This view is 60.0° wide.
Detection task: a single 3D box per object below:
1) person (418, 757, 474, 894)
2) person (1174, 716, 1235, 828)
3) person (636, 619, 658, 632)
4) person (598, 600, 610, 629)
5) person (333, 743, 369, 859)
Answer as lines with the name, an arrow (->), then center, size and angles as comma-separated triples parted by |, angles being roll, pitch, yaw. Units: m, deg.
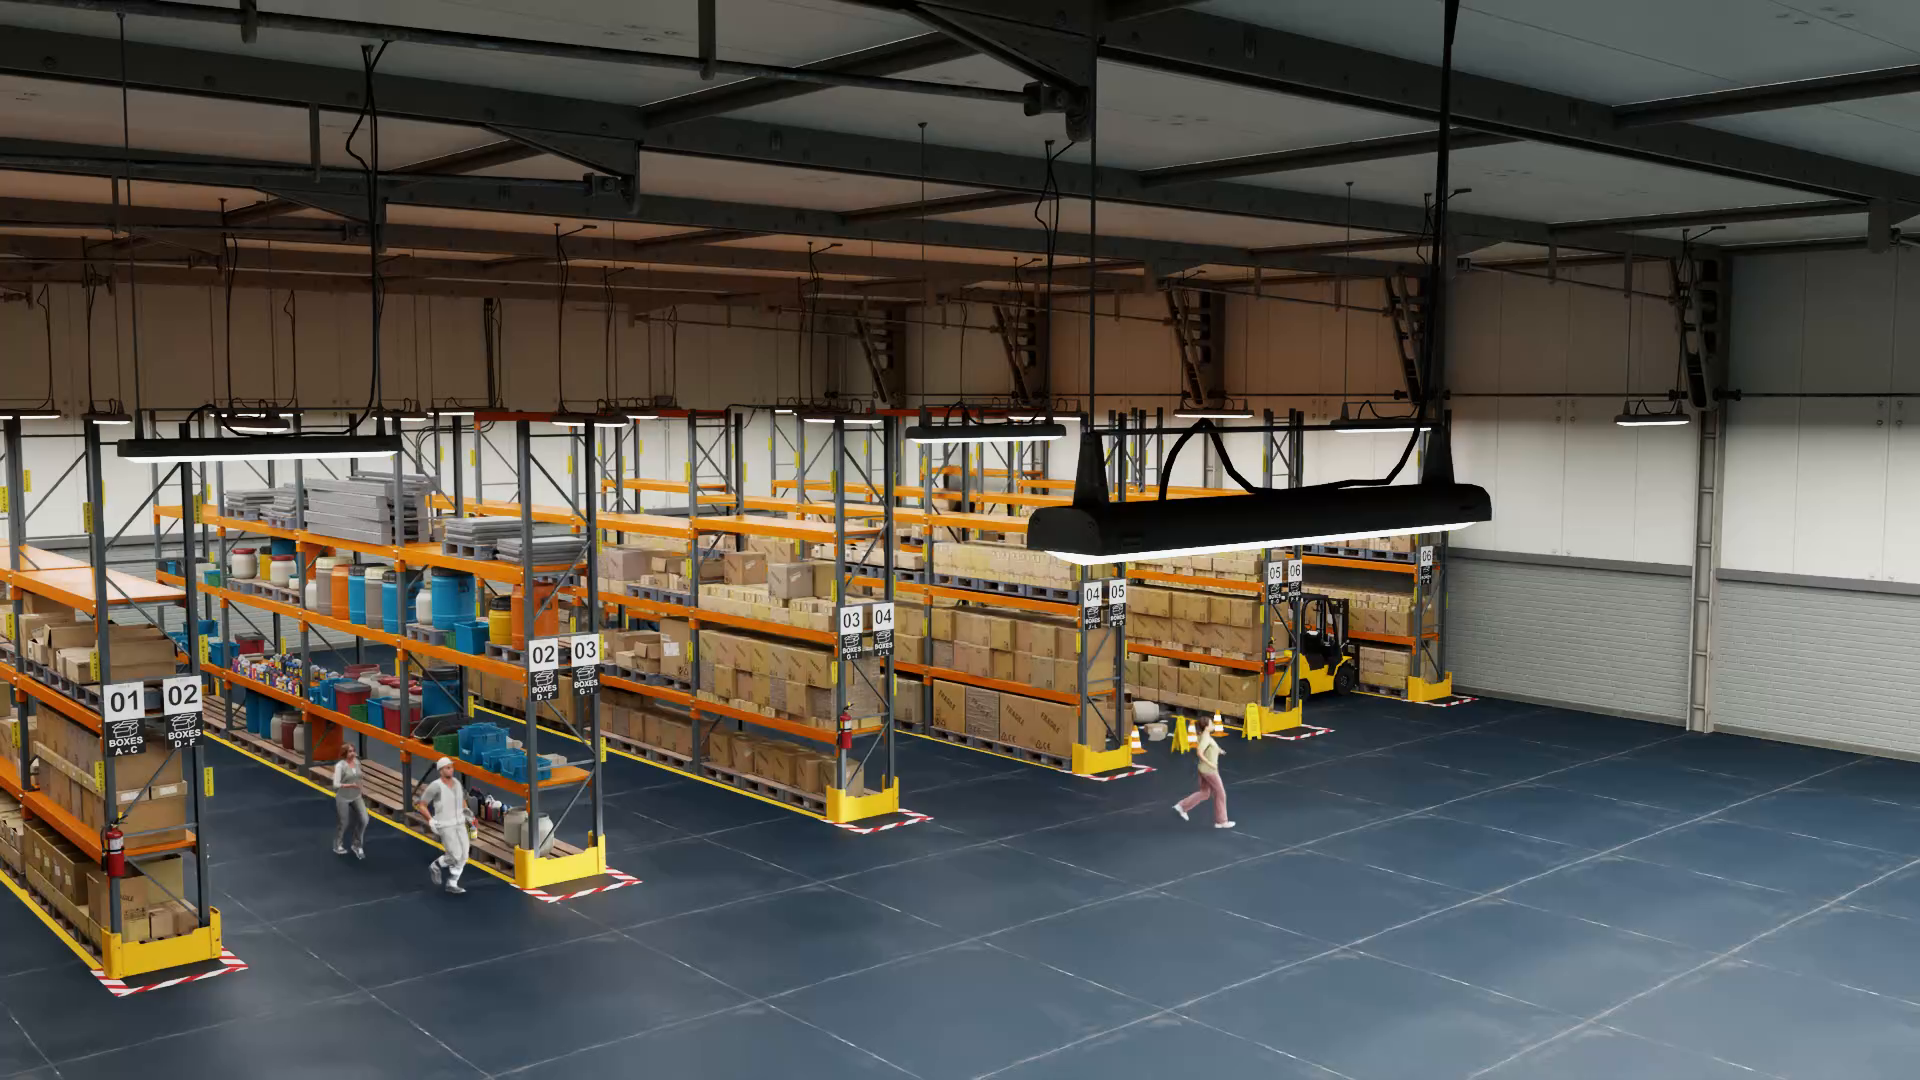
person -> -6.449, 3.611, 21.050 | 0.563, 1.727, 0.647 | 3, 6, 31
person -> 3.576, 3.380, 24.207 | 0.895, 1.635, 0.588 | -1, 5, -7
person -> -7.919, 1.847, 42.034 | 0.733, 1.647, 0.521 | -5, 7, -43
person -> -8.959, 1.834, 41.163 | 0.936, 1.741, 0.702 | 0, 5, -5
person -> -8.300, 3.559, 22.624 | 0.711, 1.622, 0.490 | 4, 6, 38
